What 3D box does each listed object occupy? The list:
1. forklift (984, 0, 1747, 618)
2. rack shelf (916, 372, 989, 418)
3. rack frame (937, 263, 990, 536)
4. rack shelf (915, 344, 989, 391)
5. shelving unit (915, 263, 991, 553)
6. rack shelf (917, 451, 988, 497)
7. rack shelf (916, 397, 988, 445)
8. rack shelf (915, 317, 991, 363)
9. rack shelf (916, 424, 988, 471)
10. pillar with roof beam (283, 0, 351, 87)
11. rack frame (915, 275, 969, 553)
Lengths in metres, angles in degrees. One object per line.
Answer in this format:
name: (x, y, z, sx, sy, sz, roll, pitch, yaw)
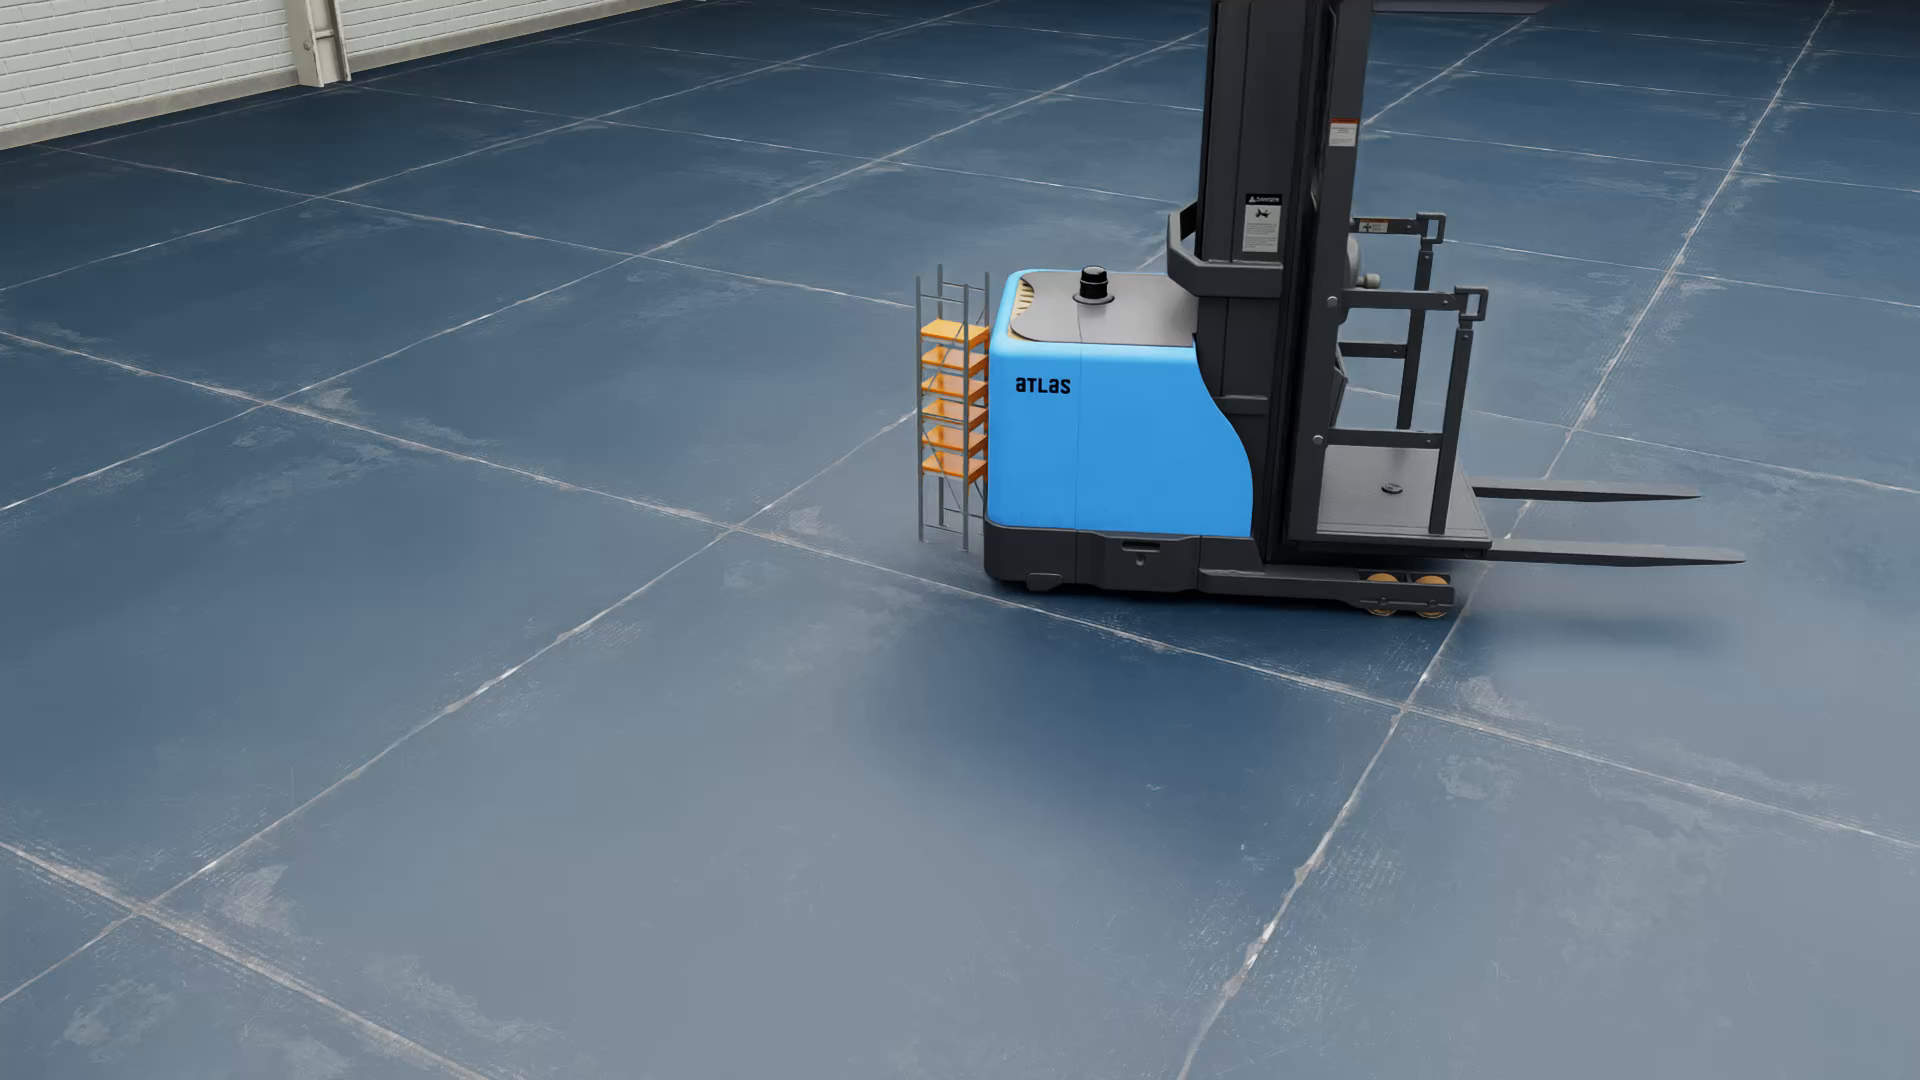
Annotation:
forklift: (1.650, -1.249, 6.472, 3.031, 2.935, 1.130, 3, 27, 5)
rack shelf: (-0.029, -0.610, 6.959, 0.258, 0.103, 0.180, 13, 30, 25)
rack frame: (0.014, -0.579, 7.065, 0.240, 1.200, 0.006, 13, 30, 25)
rack shelf: (-0.029, -0.717, 6.906, 0.258, 0.103, 0.180, 13, 30, 25)
shelving unit: (-0.029, -0.542, 6.993, 0.258, 1.200, 0.189, 13, 30, 25)
rack shelf: (-0.029, -0.288, 7.120, 0.258, 0.103, 0.180, 13, 30, 25)
rack shelf: (-0.029, -0.503, 7.013, 0.258, 0.103, 0.180, 13, 30, 25)
rack shelf: (-0.029, -0.825, 6.852, 0.258, 0.103, 0.180, 13, 30, 25)
rack shelf: (-0.029, -0.395, 7.067, 0.258, 0.103, 0.180, 13, 30, 25)
pillar with roof beam: (-2.410, -7.515, 12.210, 9.100, 9.000, 0.400, 14, 30, 26)
rack frame: (-0.072, -0.506, 6.921, 0.240, 1.200, 0.006, 13, 30, 25)
